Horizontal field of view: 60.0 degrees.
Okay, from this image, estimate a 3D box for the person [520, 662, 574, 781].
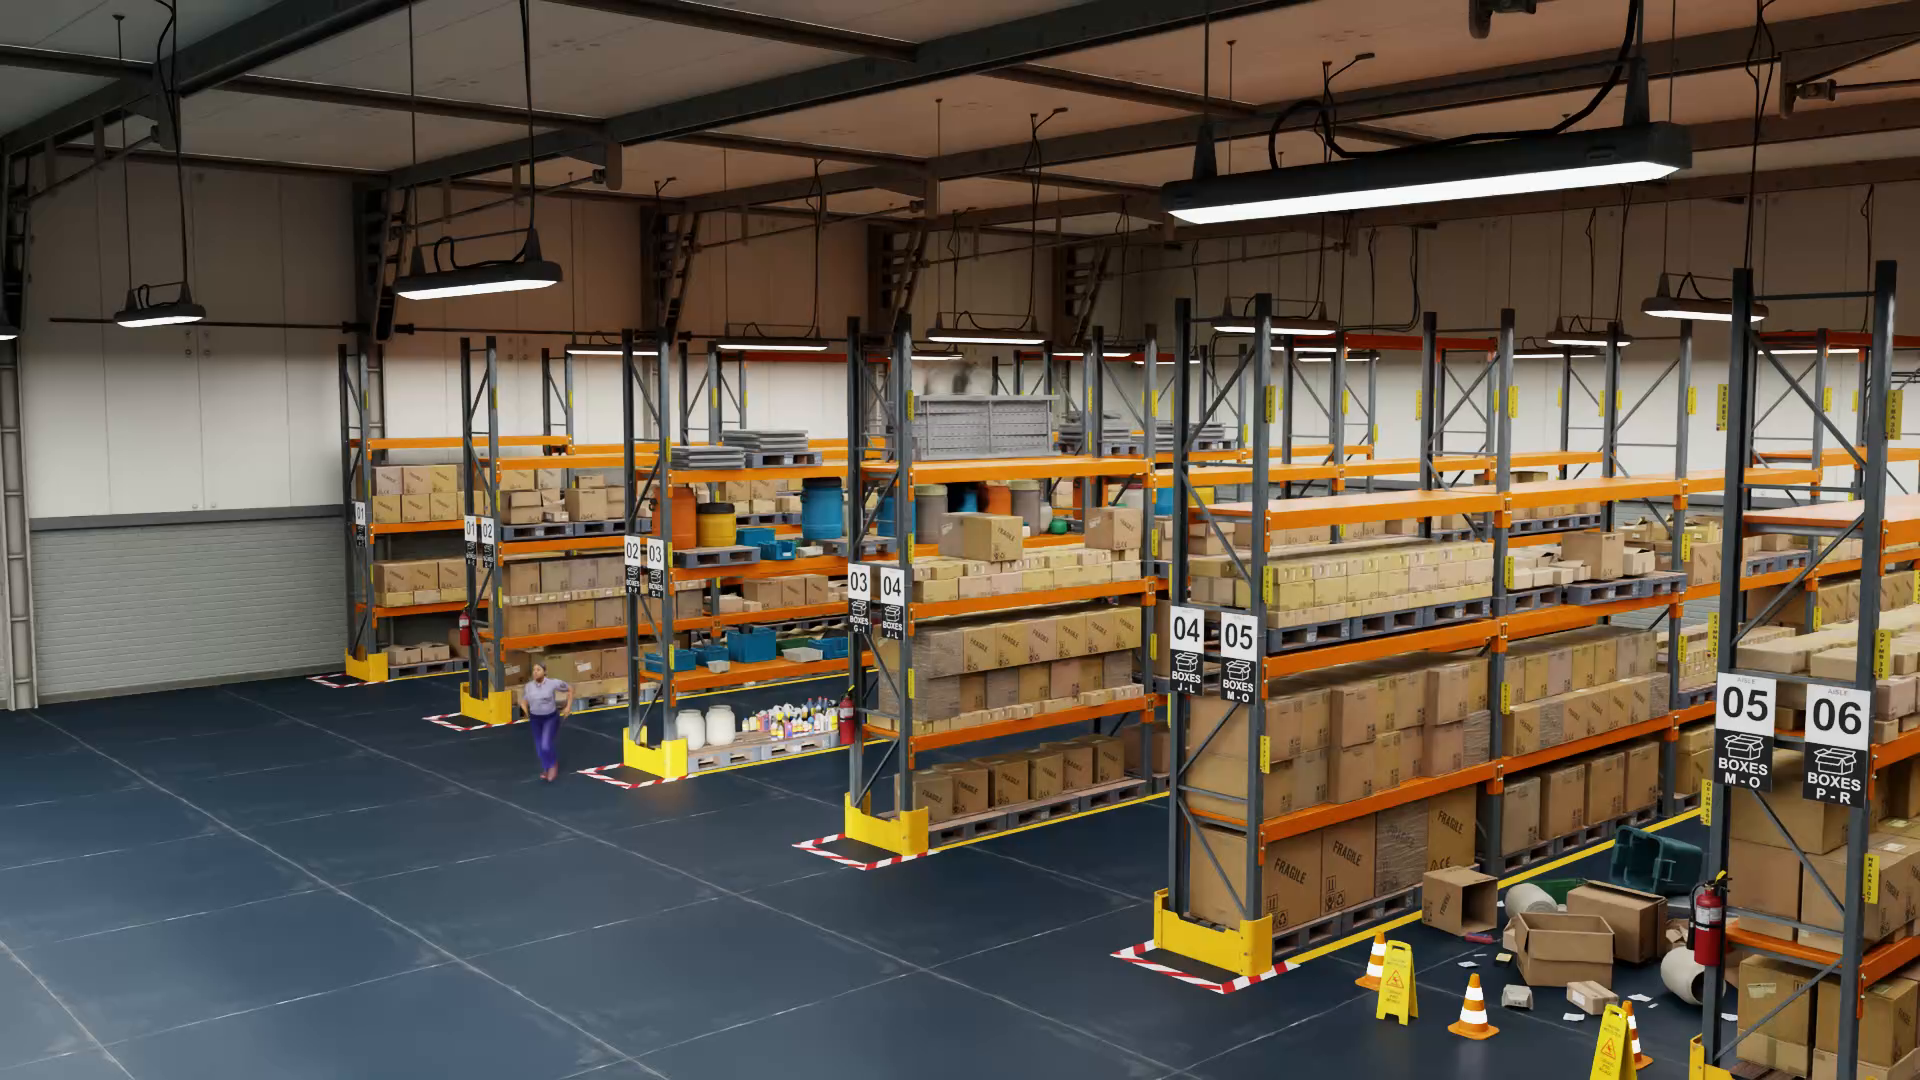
[{"bbox_3d":[-5.444,2.392,21.838,0.621,1.599,0.798,1,5,11],"label":"person"}]
